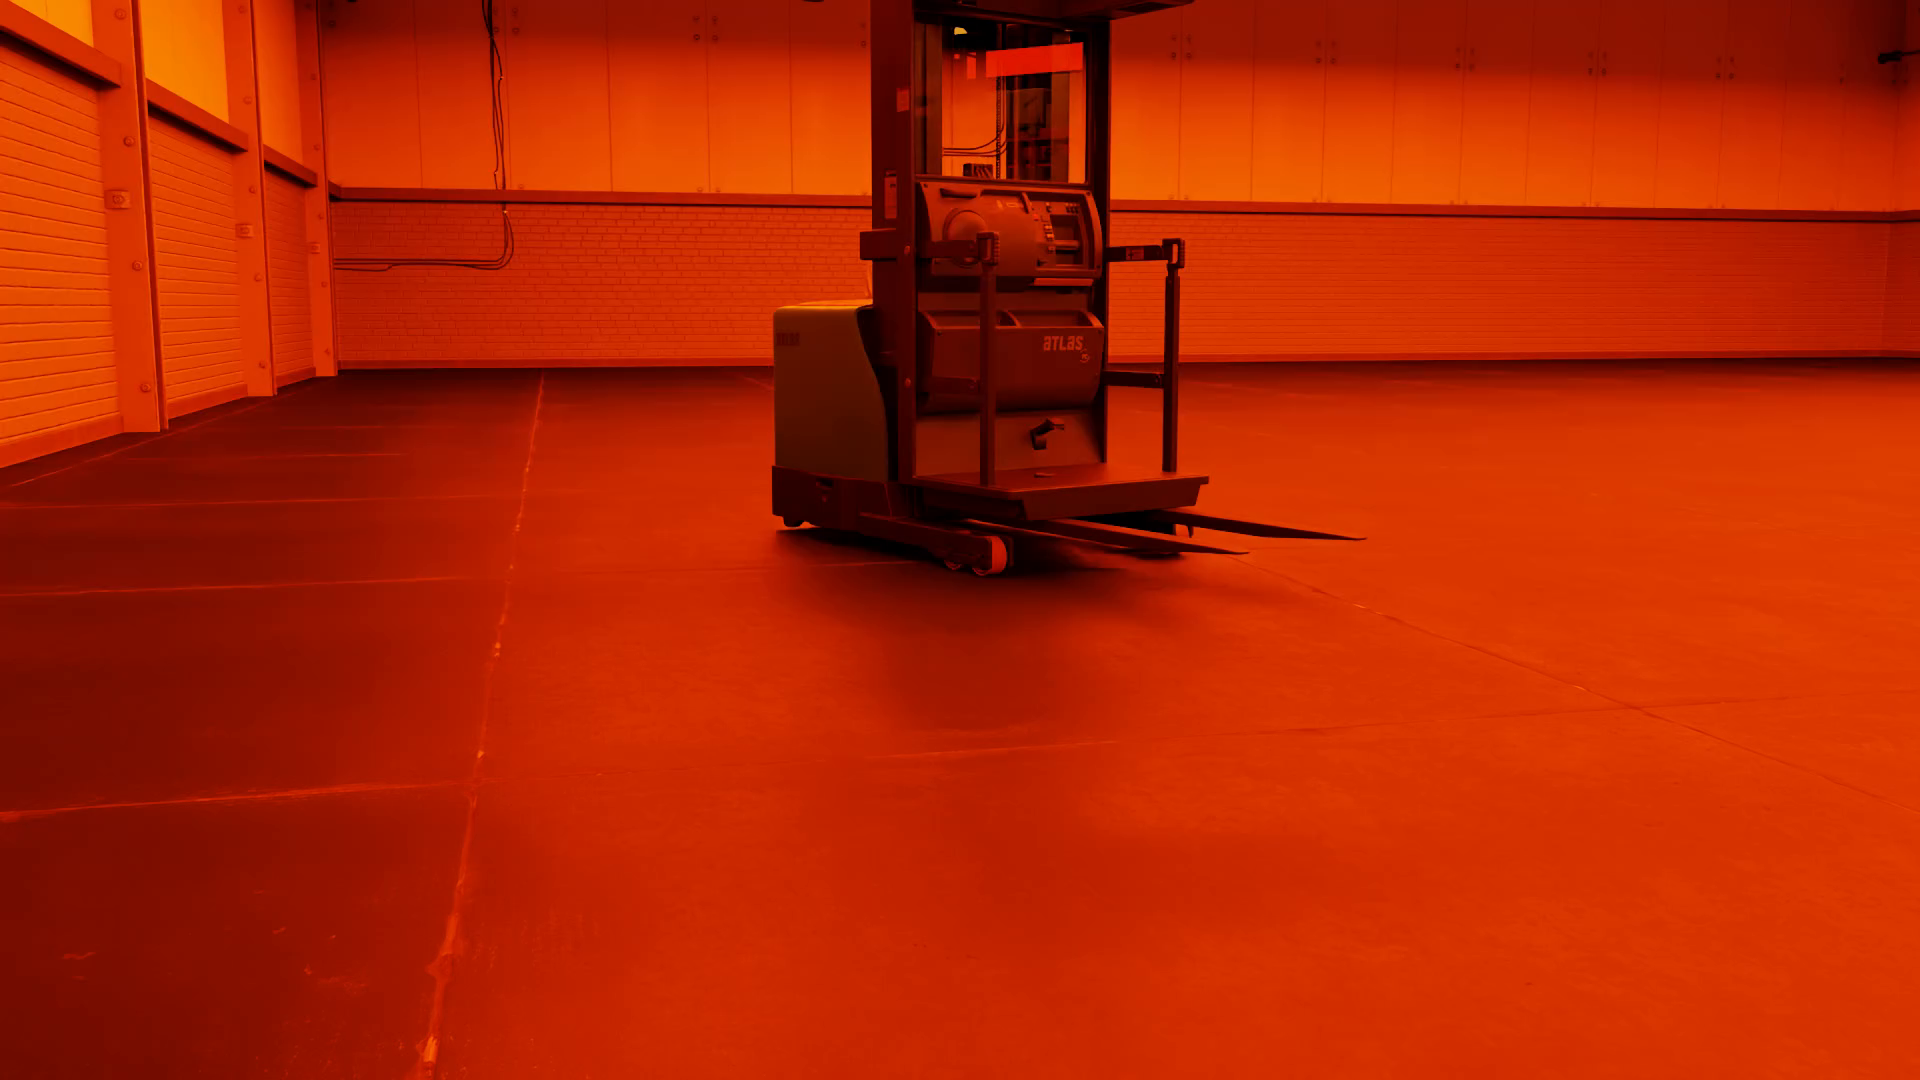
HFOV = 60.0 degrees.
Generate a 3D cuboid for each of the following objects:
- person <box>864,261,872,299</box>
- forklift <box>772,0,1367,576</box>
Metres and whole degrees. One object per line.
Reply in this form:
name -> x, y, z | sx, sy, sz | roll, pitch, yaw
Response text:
person -> -0.333, -1.330, 10.814 | 0.594, 1.773, 0.457 | -1, 8, -7
forklift -> 0.355, -1.383, 7.015 | 1.130, 2.935, 3.031 | -6, 10, -35
